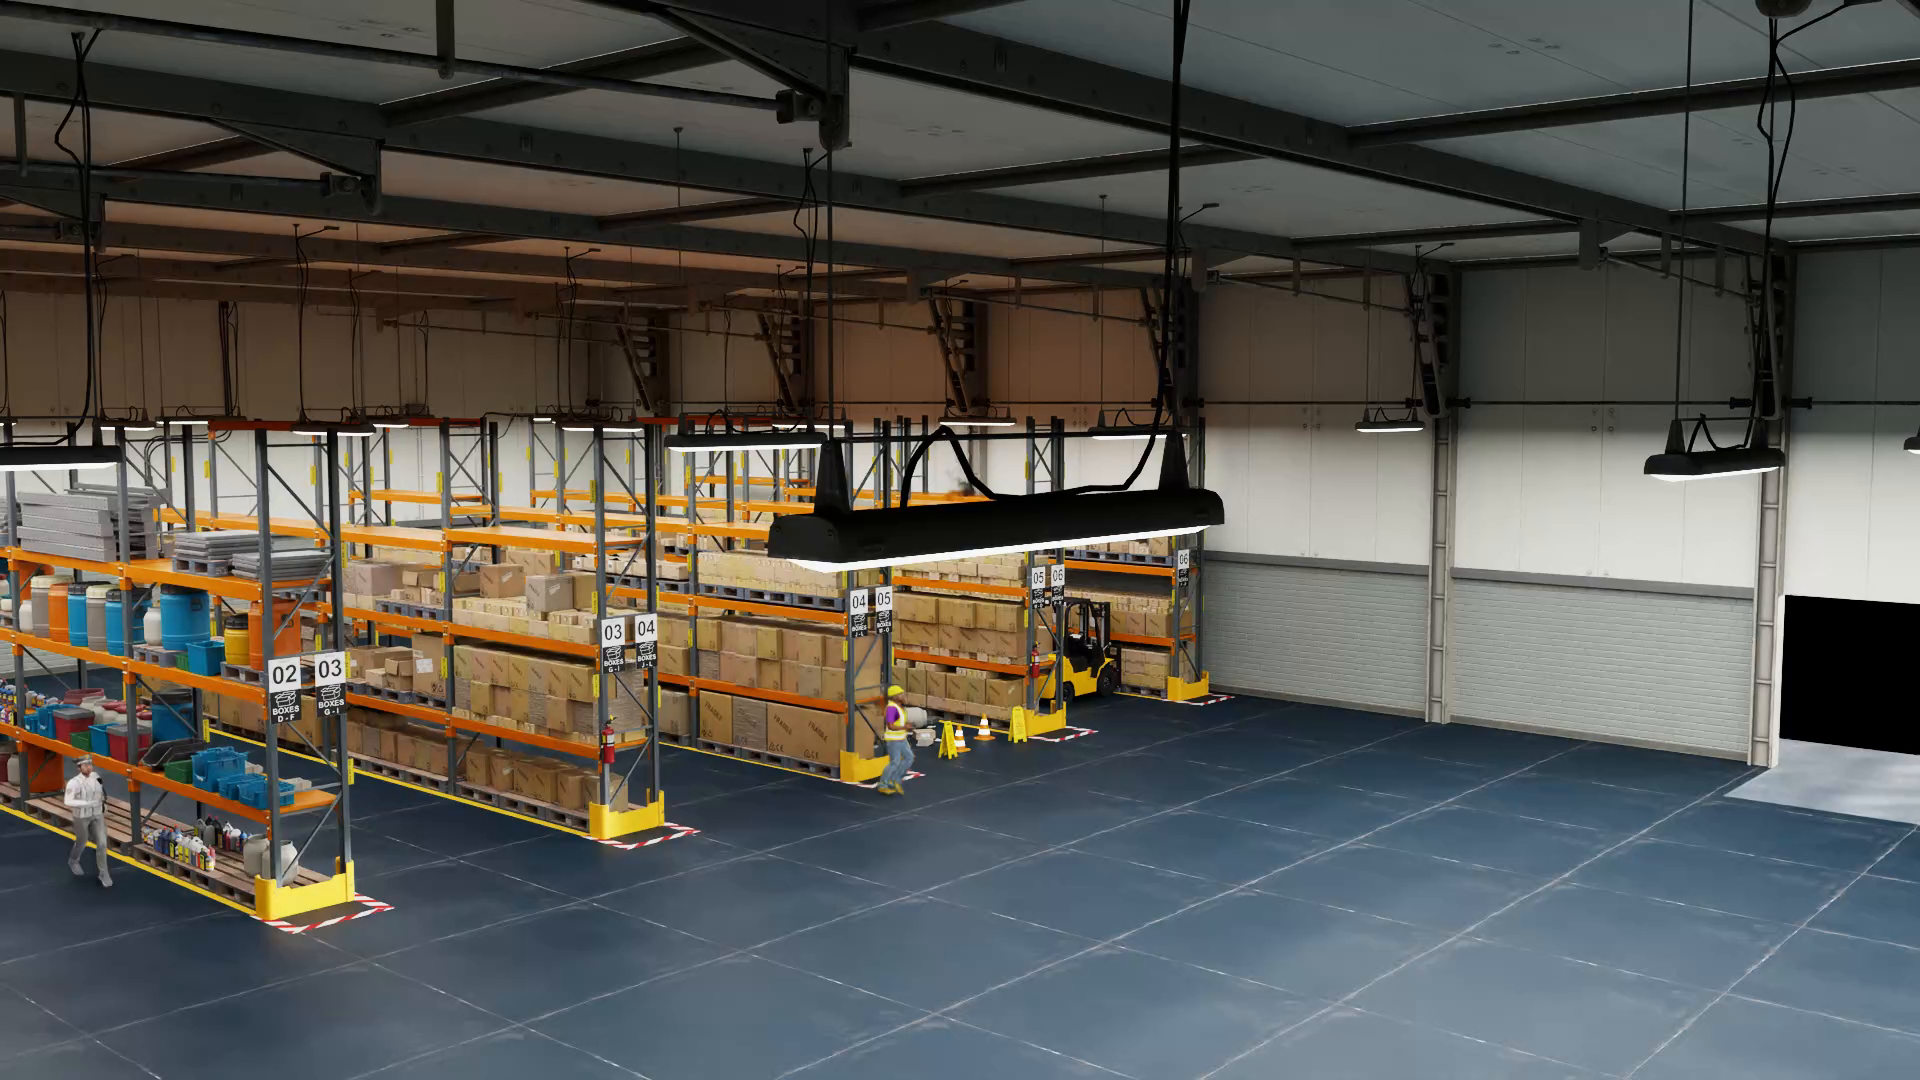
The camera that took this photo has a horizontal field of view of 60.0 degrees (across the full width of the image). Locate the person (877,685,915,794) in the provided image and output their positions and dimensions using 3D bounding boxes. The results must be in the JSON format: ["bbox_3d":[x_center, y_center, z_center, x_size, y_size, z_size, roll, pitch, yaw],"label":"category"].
[{"bbox_3d":[-1.009,3.239,26.792,0.634,1.813,0.694,1,5,10],"label":"person"}]

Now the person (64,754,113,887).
[{"bbox_3d":[-11.478,3.659,21.862,0.896,1.718,0.600,4,6,36],"label":"person"}]
